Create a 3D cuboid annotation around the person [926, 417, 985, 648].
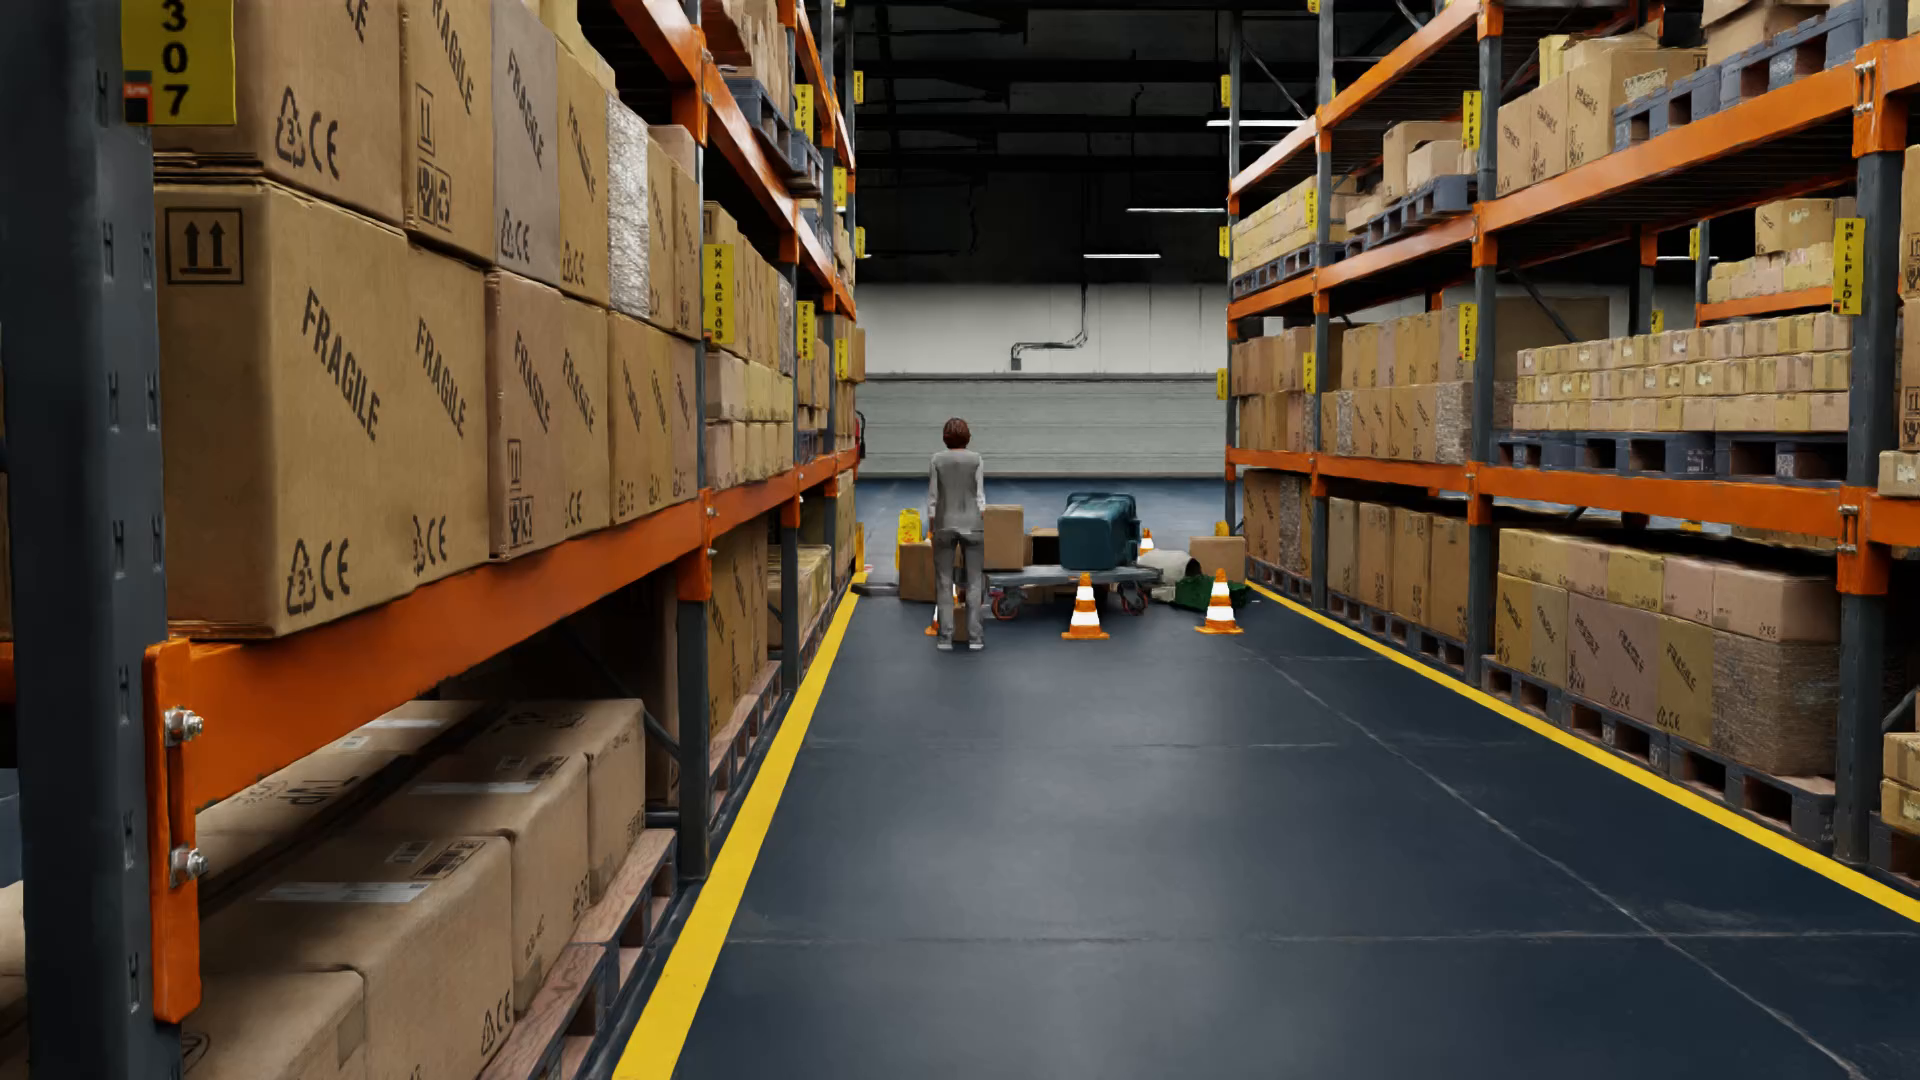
[{"bbox_3d":[-0.029,-0.037,11.411,0.407,1.580,0.299,0,4,0],"label":"person"}]
